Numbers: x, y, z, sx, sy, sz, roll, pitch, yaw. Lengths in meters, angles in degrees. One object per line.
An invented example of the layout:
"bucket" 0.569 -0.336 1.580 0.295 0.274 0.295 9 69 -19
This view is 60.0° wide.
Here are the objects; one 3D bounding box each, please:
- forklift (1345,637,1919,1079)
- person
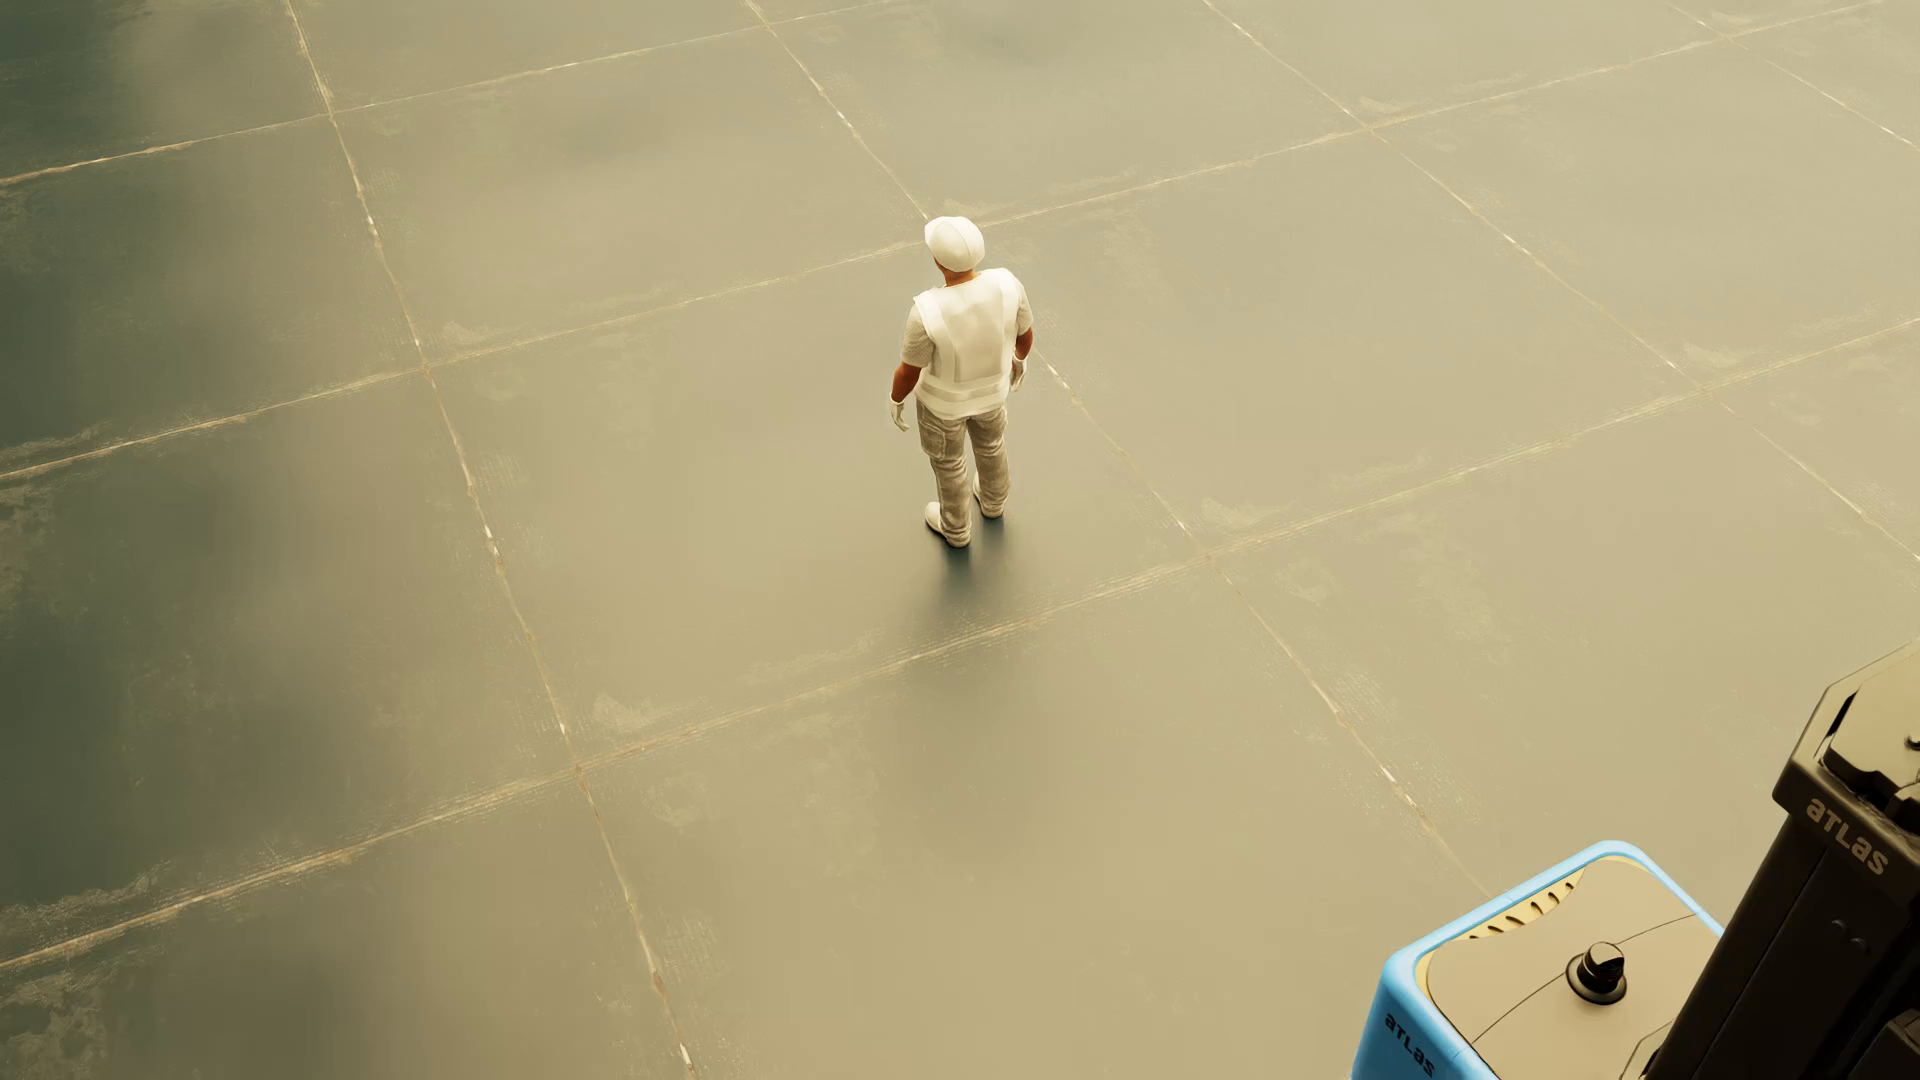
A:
"forklift" 2.398 1.679 3.881 1.130 2.935 3.031 -21 47 -21
"person" -0.022 -0.704 7.265 0.656 1.782 0.577 -18 46 -18
